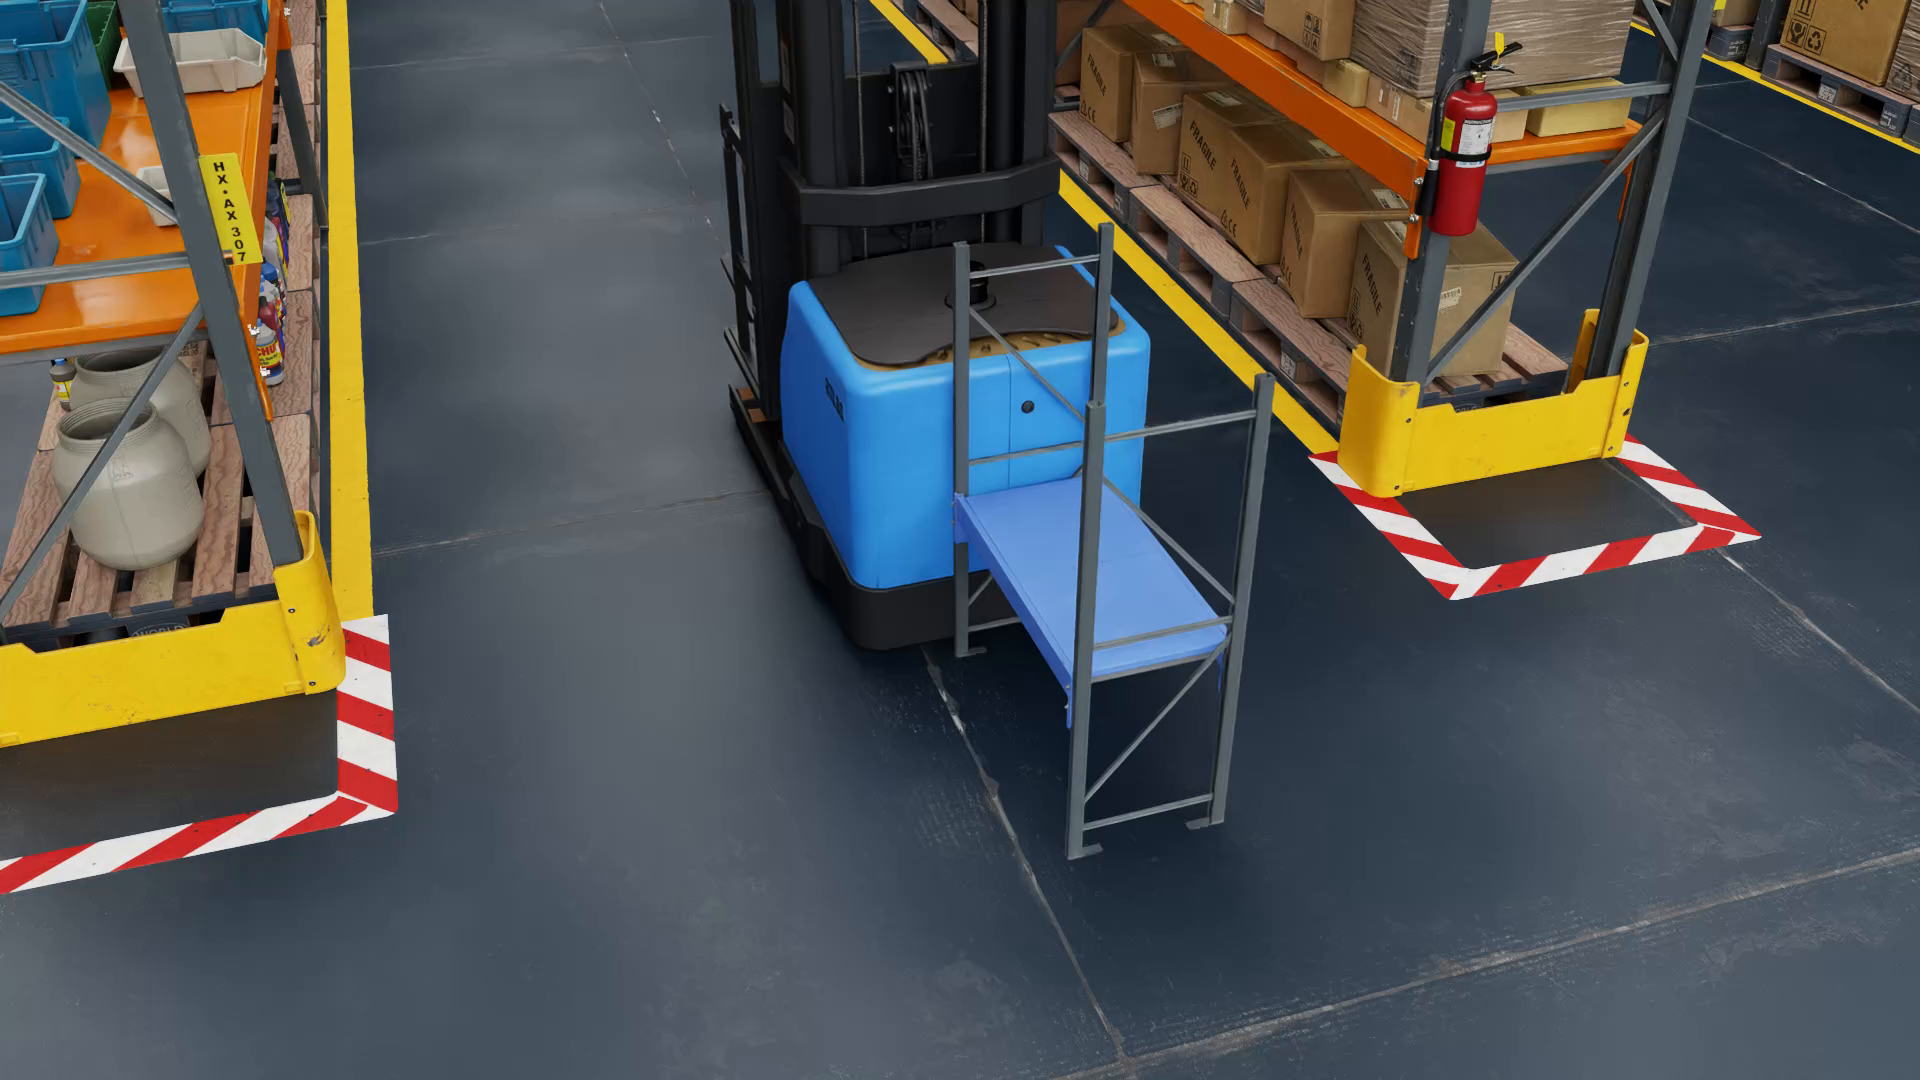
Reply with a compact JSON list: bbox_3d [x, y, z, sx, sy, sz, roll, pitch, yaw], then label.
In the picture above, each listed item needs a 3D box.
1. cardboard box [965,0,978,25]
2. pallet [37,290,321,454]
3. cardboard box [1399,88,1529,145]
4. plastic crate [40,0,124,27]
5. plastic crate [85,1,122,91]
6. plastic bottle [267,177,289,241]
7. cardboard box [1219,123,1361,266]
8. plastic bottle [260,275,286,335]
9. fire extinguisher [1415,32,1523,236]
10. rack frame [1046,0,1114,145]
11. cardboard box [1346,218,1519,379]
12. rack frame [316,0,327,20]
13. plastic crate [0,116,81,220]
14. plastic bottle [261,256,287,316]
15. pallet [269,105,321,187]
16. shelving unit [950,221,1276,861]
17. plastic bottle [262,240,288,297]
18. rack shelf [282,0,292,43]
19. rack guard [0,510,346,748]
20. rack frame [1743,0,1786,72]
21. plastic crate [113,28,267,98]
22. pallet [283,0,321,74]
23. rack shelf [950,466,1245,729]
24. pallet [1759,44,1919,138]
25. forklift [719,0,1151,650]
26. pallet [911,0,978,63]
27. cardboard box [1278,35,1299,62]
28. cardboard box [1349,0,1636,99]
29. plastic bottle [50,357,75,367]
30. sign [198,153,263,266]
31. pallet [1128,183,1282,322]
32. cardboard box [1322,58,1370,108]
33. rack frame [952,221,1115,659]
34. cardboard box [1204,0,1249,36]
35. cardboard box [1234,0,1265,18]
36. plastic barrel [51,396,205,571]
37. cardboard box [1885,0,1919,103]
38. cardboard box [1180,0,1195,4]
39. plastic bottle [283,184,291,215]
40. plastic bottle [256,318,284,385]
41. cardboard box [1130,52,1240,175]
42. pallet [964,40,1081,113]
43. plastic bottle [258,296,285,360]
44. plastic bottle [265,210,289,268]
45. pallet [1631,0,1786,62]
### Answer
[{"bbox_3d":[0.453,-3.670,10.951,0.700,0.500,0.500,-13,36,-19],"label":"cardboard box"},{"bbox_3d":[-3.257,-0.659,7.055,1.003,0.211,1.213,-10,35,-15],"label":"pallet"},{"bbox_3d":[1.855,-1.566,6.127,0.380,0.149,0.250,-10,35,-15],"label":"cardboard box"},{"bbox_3d":[-3.760,-2.501,7.370,0.767,0.338,0.504,-10,35,-15],"label":"plastic crate"},{"bbox_3d":[-3.653,-1.975,6.710,0.450,0.188,0.662,-10,35,-15],"label":"plastic crate"},{"bbox_3d":[-3.327,-1.612,7.972,0.144,0.351,0.185,-11,35,-16],"label":"plastic bottle"},{"bbox_3d":[1.576,-1.659,7.926,0.500,0.500,0.500,-7,34,-10],"label":"cardboard box"},{"bbox_3d":[-2.969,-1.005,7.126,0.097,0.271,0.097,0,33,0],"label":"plastic bottle"},{"bbox_3d":[1.735,-1.386,5.697,0.296,0.674,0.183,-10,35,-15],"label":"fire extinguisher"},{"bbox_3d":[0.919,-3.656,9.062,1.000,3.000,0.127,-10,35,-15],"label":"rack frame"},{"bbox_3d":[1.964,-1.019,6.958,0.500,0.500,0.500,-4,34,-6],"label":"cardboard box"},{"bbox_3d":[-5.018,-4.923,10.980,1.000,3.000,0.127,-10,35,-15],"label":"rack frame"},{"bbox_3d":[-3.208,-1.215,5.503,0.499,0.251,0.408,-10,35,-15],"label":"plastic crate"},{"bbox_3d":[-3.031,-1.112,7.287,0.097,0.271,0.097,0,33,0],"label":"plastic bottle"},{"bbox_3d":[-4.075,-2.066,9.184,1.003,0.211,1.213,-10,35,-15],"label":"pallet"},{"bbox_3d":[0.383,-0.010,4.904,0.538,1.500,1.048,-11,35,-16],"label":"shelving unit"},{"bbox_3d":[-3.124,-1.224,7.454,0.152,0.276,0.135,-9,35,-14],"label":"plastic bottle"},{"bbox_3d":[-4.408,-3.573,9.589,1.077,0.370,4.000,-10,35,-15],"label":"rack shelf"},{"bbox_3d":[-2.646,0.288,5.361,1.175,0.500,0.348,-10,35,-15],"label":"rack guard"},{"bbox_3d":[5.673,-4.437,10.244,1.000,3.000,0.127,-10,35,-15],"label":"rack frame"},{"bbox_3d":[-3.062,-1.903,6.649,0.530,0.136,0.437,-10,35,-15],"label":"plastic crate"},{"bbox_3d":[-4.819,-3.347,11.123,1.003,0.211,1.213,-10,35,-15],"label":"pallet"},{"bbox_3d":[0.383,0.140,5.003,0.538,0.185,1.000,-11,35,-16],"label":"rack shelf"},{"bbox_3d":[5.831,-2.861,10.389,1.003,0.211,1.213,-10,35,-15],"label":"pallet"},{"bbox_3d":[-0.325,-1.662,6.106,1.130,2.935,3.031,-11,35,-16],"label":"forklift"},{"bbox_3d":[0.304,-3.543,11.420,1.003,0.211,1.213,-10,35,-15],"label":"pallet"},{"bbox_3d":[1.556,-2.092,6.923,0.380,0.149,0.250,-10,35,-15],"label":"cardboard box"},{"bbox_3d":[1.997,-2.015,6.218,0.875,0.500,0.500,-10,35,-15],"label":"cardboard box"},{"bbox_3d":[-3.609,-0.722,6.687,0.061,0.283,0.133,-9,35,-14],"label":"plastic bottle"},{"bbox_3d":[-2.053,-0.929,4.684,0.100,0.325,0.005,-10,35,-15],"label":"sign"},{"bbox_3d":[1.533,-1.504,8.335,1.003,0.211,1.213,-10,35,-15],"label":"pallet"},{"bbox_3d":[1.654,-1.820,6.511,0.380,0.149,0.250,-10,35,-15],"label":"cardboard box"},{"bbox_3d":[0.219,-0.275,5.306,0.500,1.500,0.032,-11,35,-16],"label":"rack frame"},{"bbox_3d":[1.298,-2.336,7.292,0.380,0.149,0.250,-10,35,-15],"label":"cardboard box"},{"bbox_3d":[1.619,-2.527,6.993,0.875,0.500,0.500,-10,35,-15],"label":"cardboard box"},{"bbox_3d":[-2.852,-0.193,5.697,0.421,0.512,0.421,0,33,0],"label":"plastic barrel"},{"bbox_3d":[6.077,-2.911,9.481,0.875,0.875,0.875,-10,35,-14],"label":"cardboard box"},{"bbox_3d":[1.168,-2.603,7.696,0.380,0.149,0.250,-10,35,-15],"label":"cardboard box"},{"bbox_3d":[-3.391,-1.701,8.243,0.097,0.201,0.097,0,33,0],"label":"plastic bottle"},{"bbox_3d":[-2.834,-0.773,6.774,0.097,0.271,0.097,0,33,0],"label":"plastic bottle"},{"bbox_3d":[1.185,-2.272,8.854,0.500,0.500,0.500,0,33,1],"label":"cardboard box"},{"bbox_3d":[0.680,-2.901,10.449,1.003,0.211,1.213,-10,35,-15],"label":"pallet"},{"bbox_3d":[-2.886,-0.900,6.955,0.061,0.283,0.133,-9,35,-14],"label":"plastic bottle"},{"bbox_3d":[-3.179,-1.405,7.720,0.061,0.283,0.133,-8,34,-12],"label":"plastic bottle"},{"bbox_3d":[5.366,-3.666,11.607,1.003,0.211,1.213,-10,35,-15],"label":"pallet"}]
